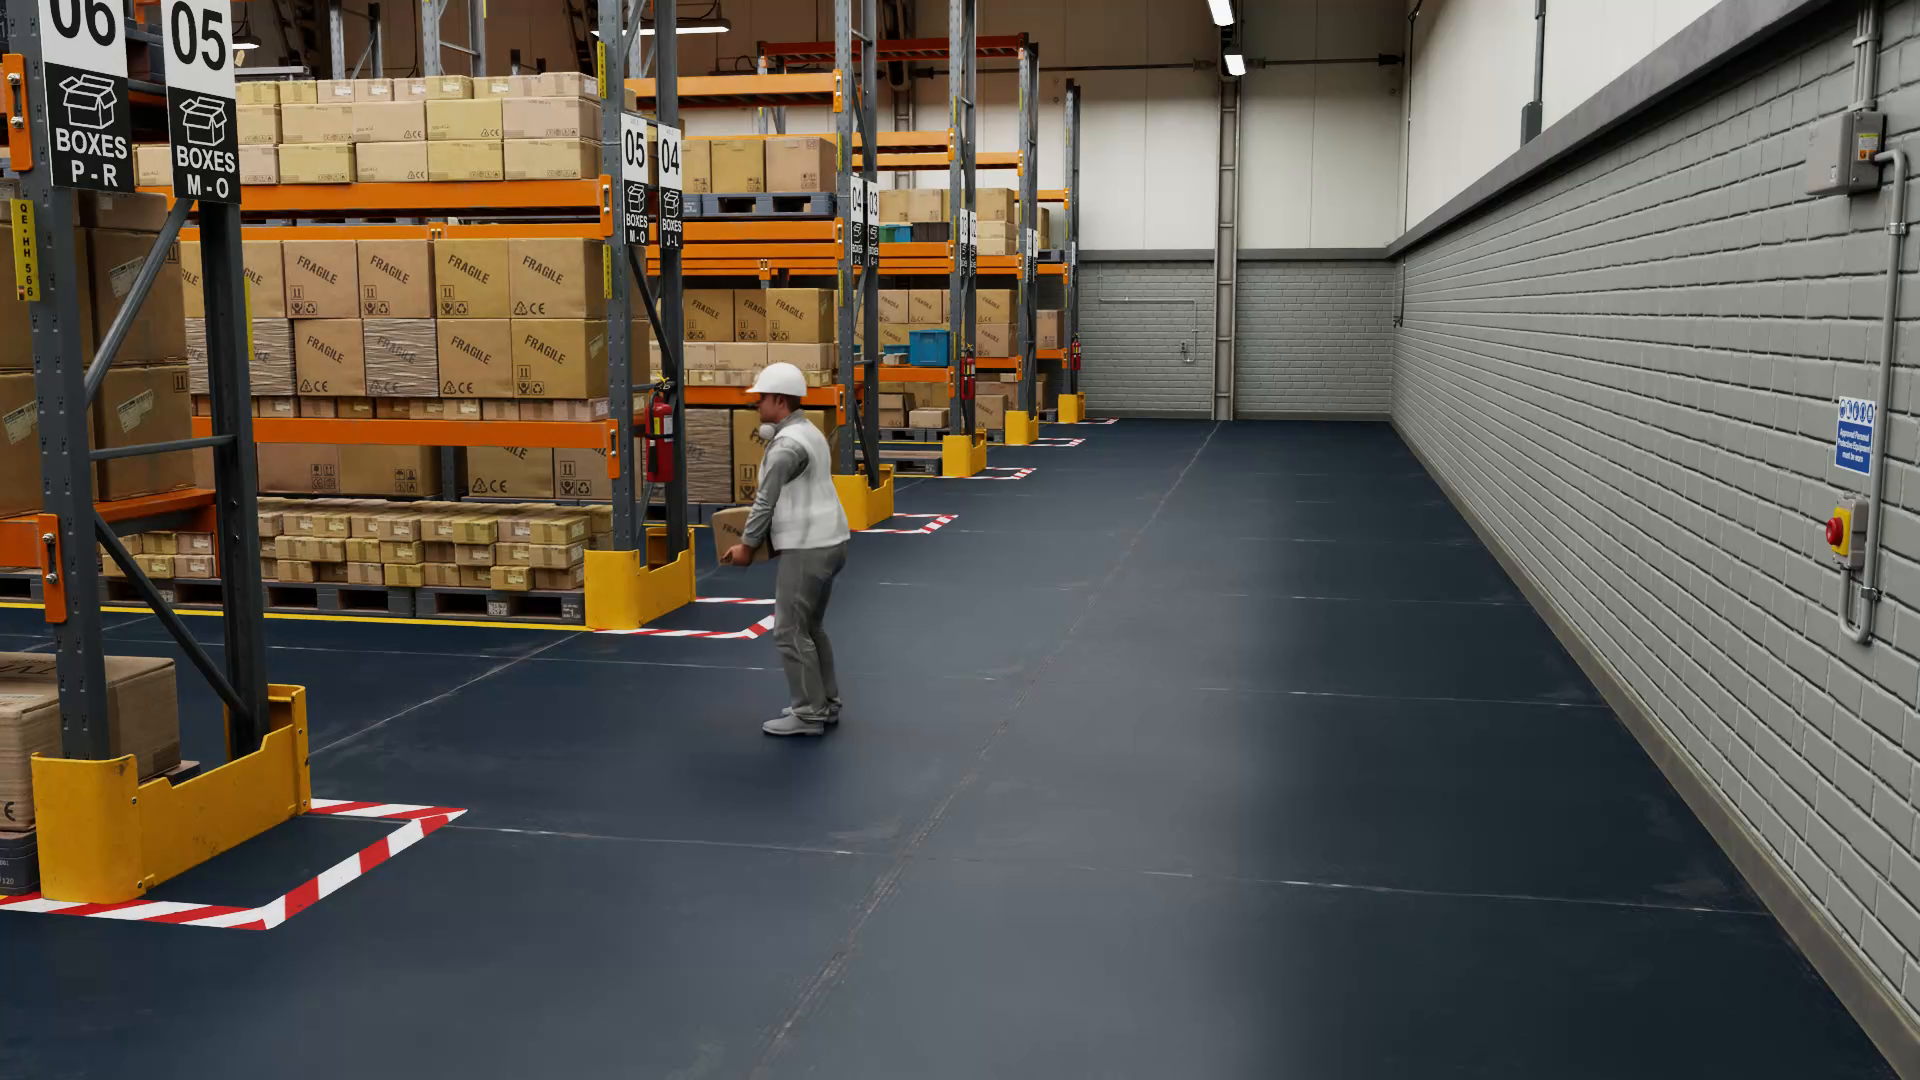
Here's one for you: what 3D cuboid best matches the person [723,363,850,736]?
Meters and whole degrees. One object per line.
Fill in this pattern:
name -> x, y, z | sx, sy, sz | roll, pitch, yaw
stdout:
person -> -0.825, 0.039, 7.948 | 0.574, 1.762, 0.489 | 1, 8, 10
